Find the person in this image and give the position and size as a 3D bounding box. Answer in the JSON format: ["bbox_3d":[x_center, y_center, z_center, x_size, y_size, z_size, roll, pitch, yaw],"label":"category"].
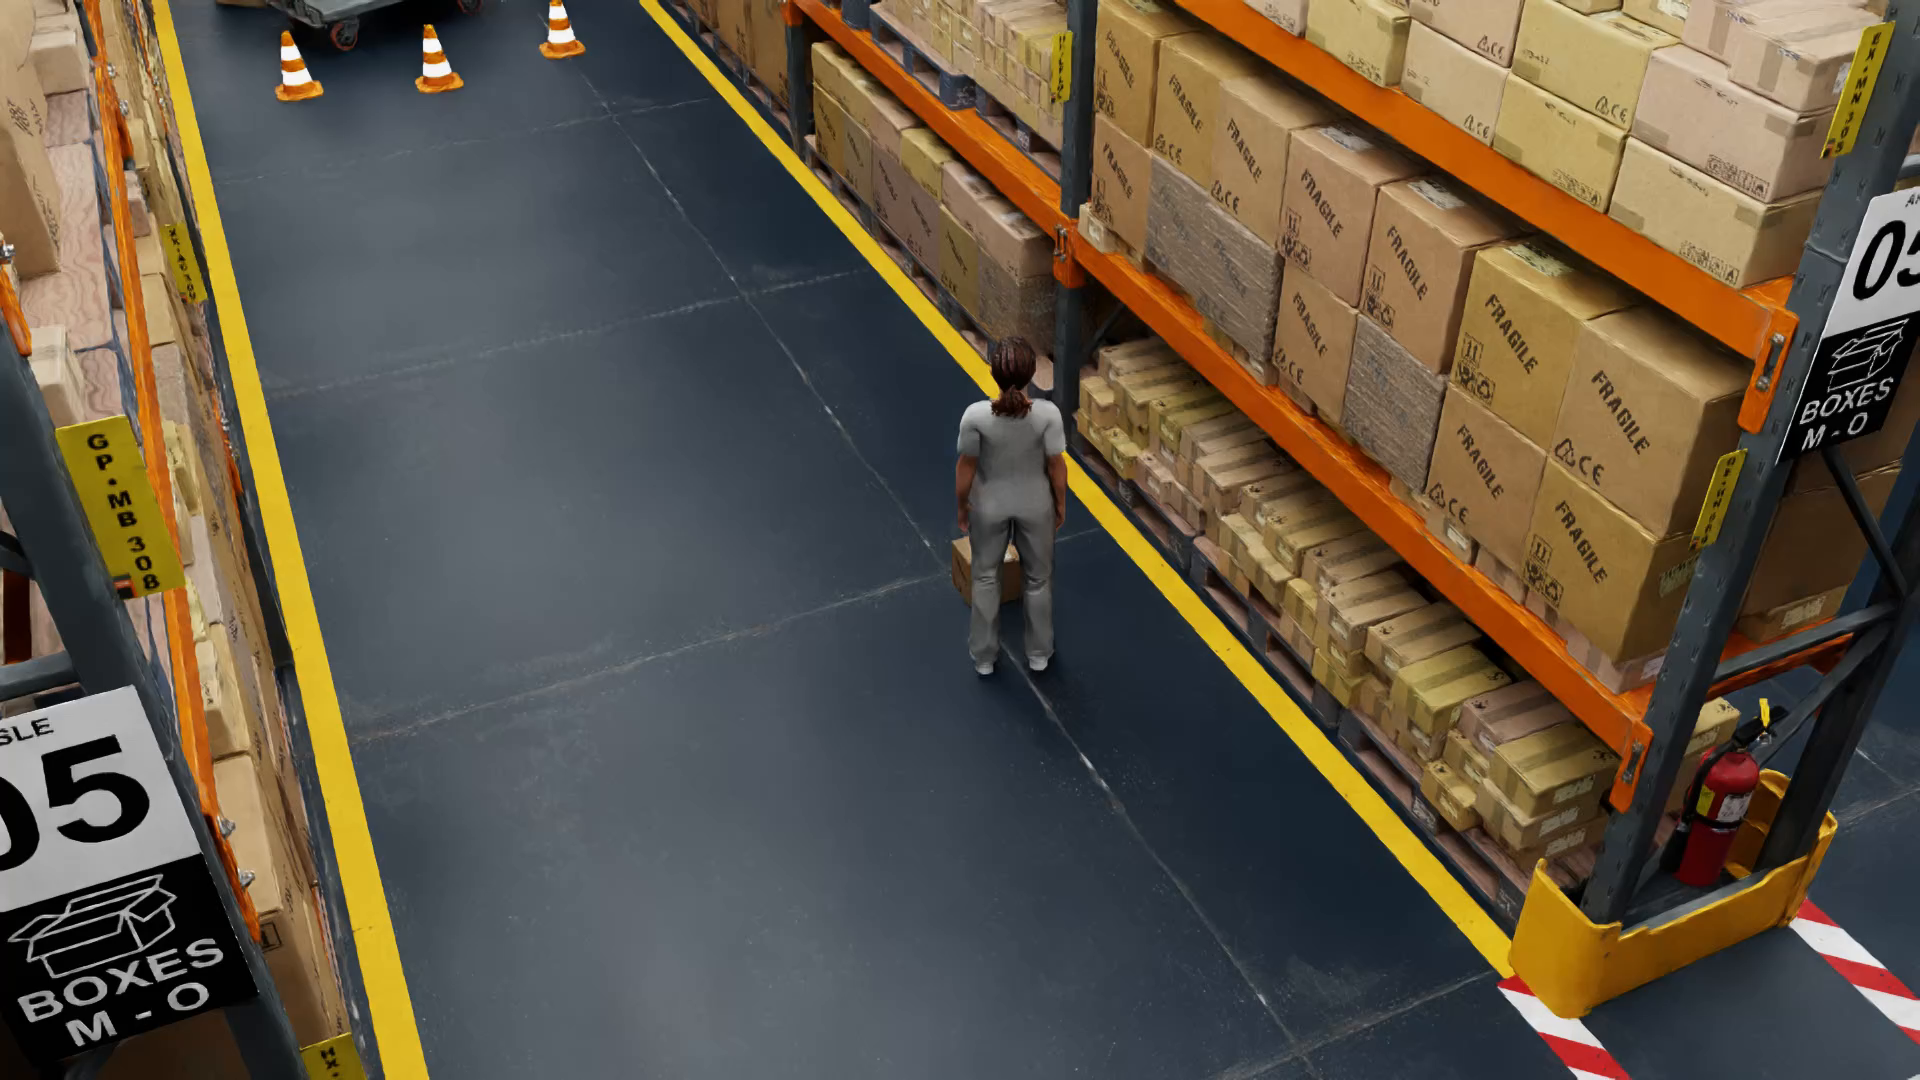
[{"bbox_3d":[0.214,-0.141,7.018,0.465,1.670,0.397,1,37,1],"label":"person"}]
